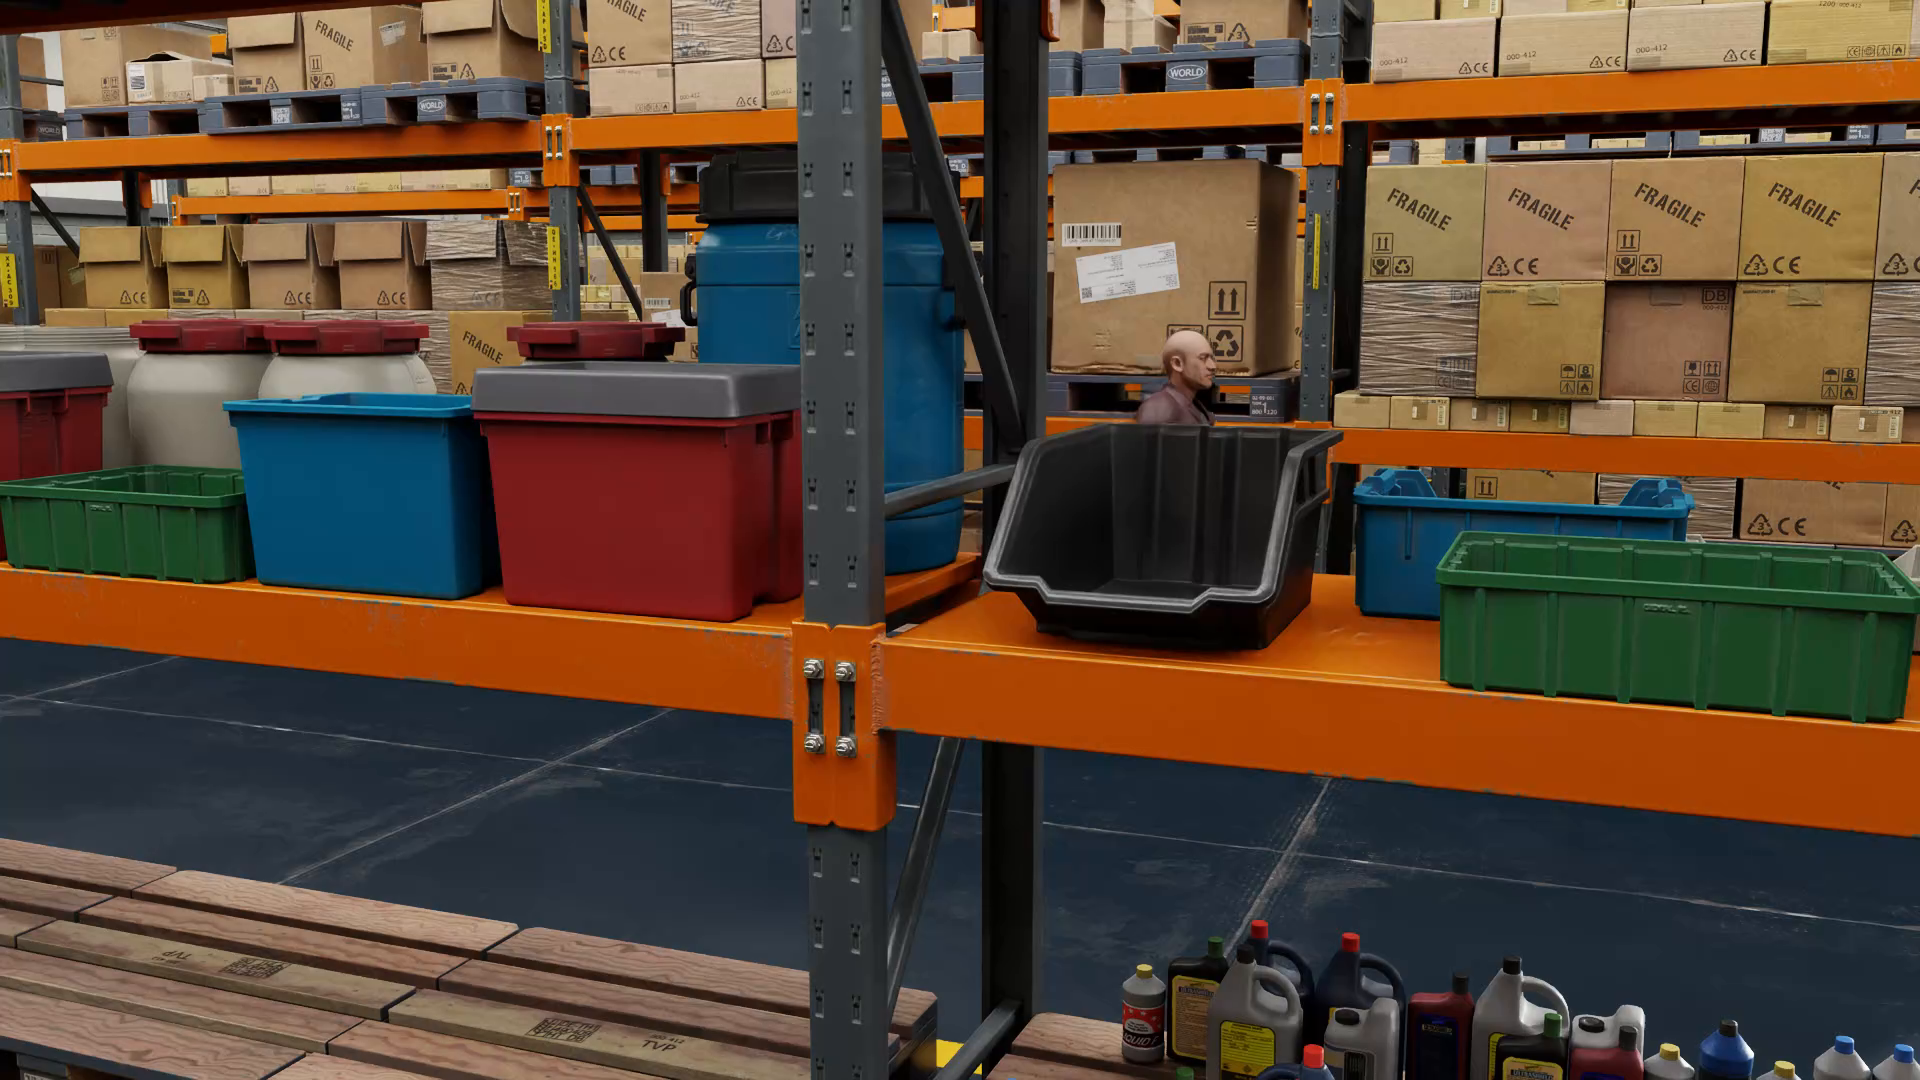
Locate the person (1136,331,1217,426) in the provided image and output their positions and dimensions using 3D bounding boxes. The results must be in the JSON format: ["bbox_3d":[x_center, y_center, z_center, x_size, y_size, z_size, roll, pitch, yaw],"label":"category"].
[{"bbox_3d":[0.773,-0.001,6.922,0.805,1.728,0.657,5,10,29],"label":"person"}]
